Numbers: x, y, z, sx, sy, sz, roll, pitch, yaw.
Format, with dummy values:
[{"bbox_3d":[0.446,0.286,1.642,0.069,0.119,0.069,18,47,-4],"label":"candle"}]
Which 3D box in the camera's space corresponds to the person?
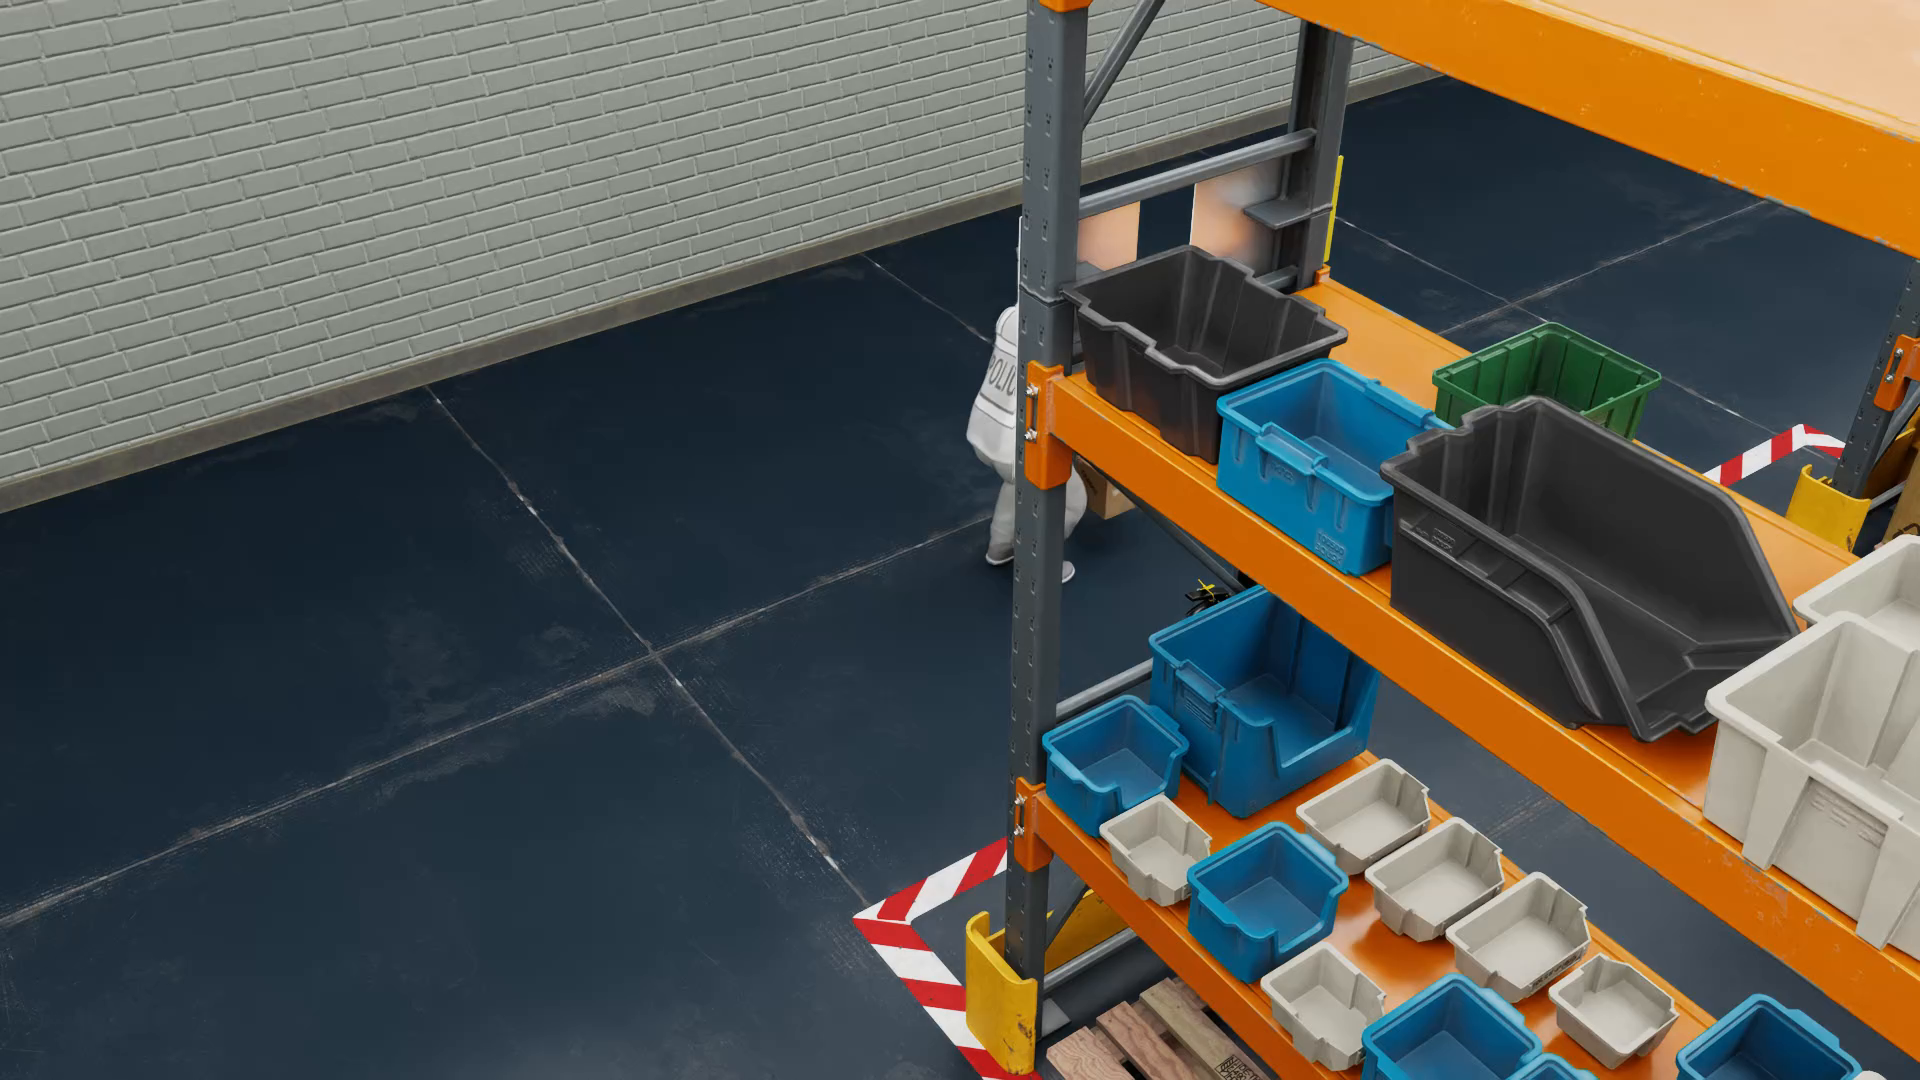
[{"bbox_3d":[0.354,-0.524,7.878,0.682,1.572,0.584,-22,42,-27],"label":"person"}]
